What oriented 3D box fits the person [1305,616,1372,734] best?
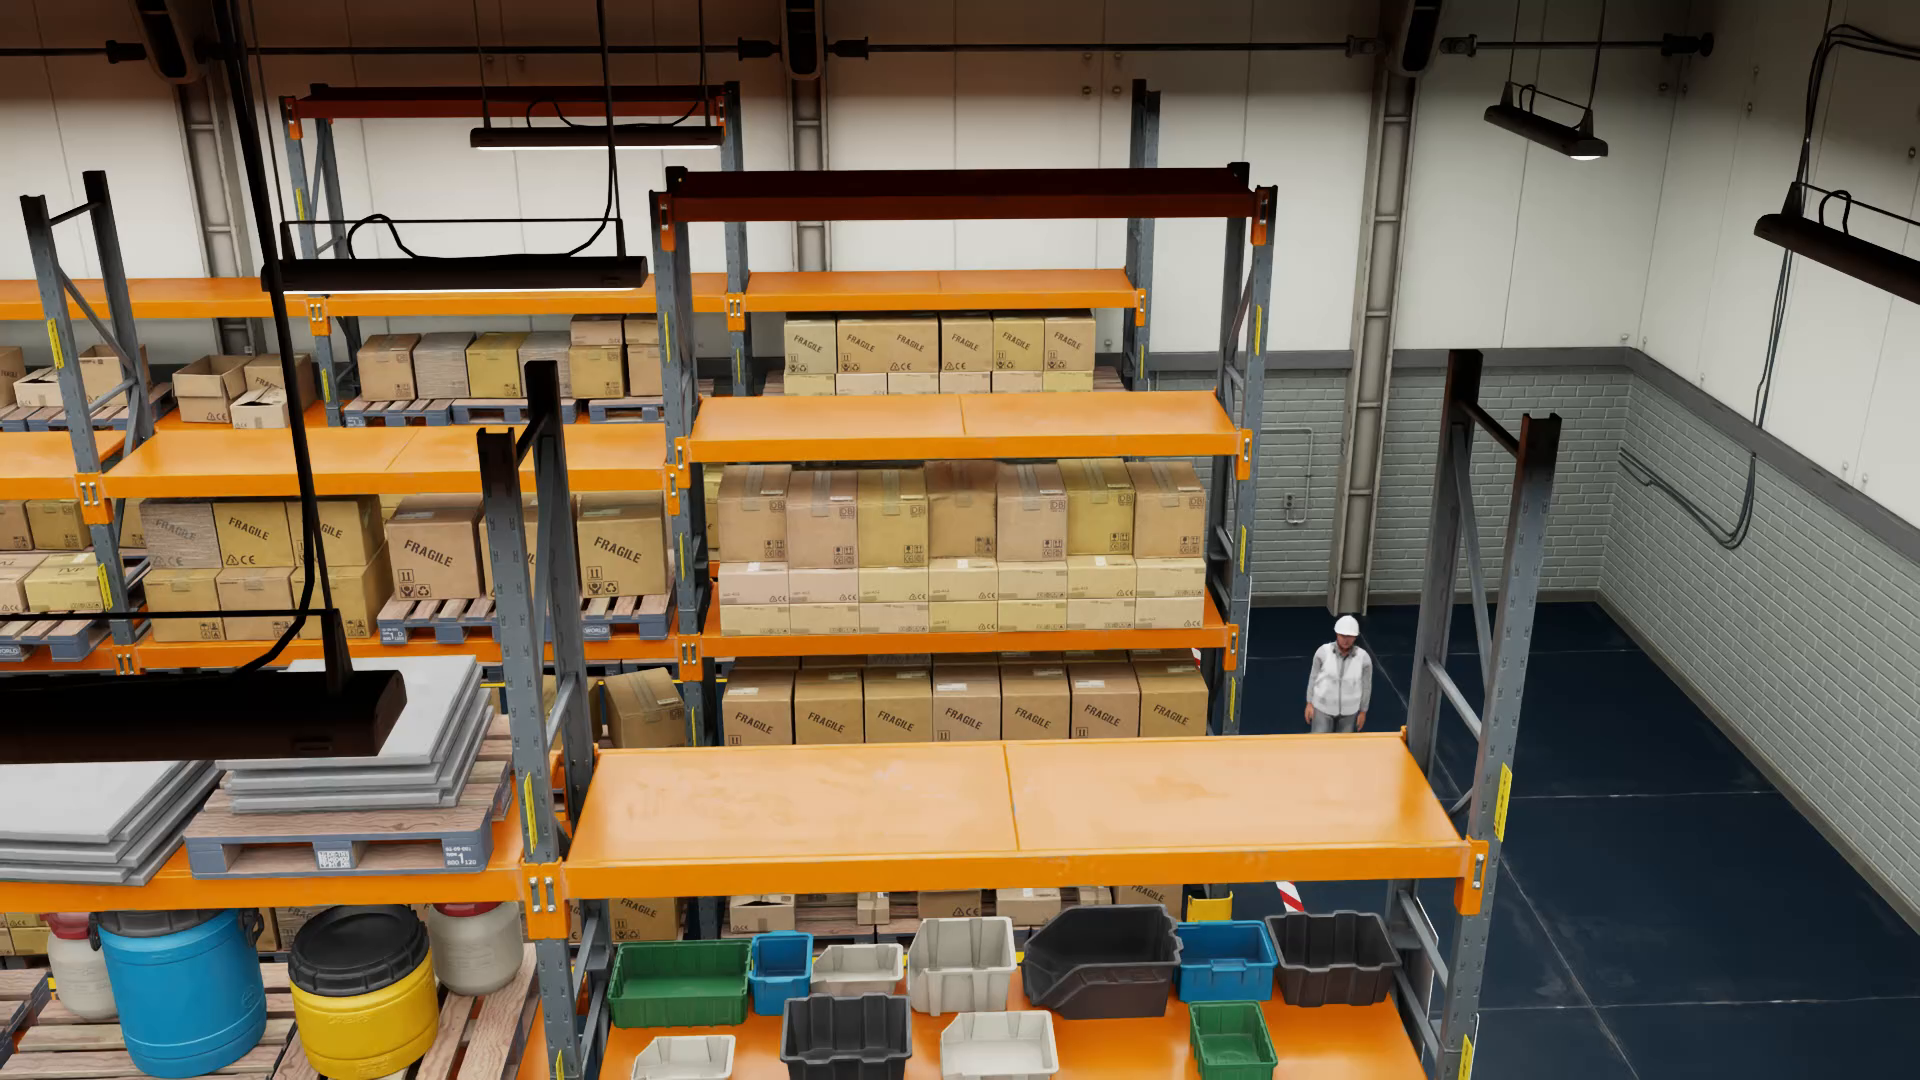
[{"bbox_3d":[3.413,1.524,15.015,0.566,1.776,0.430,-1,22,-2],"label":"person"}]
